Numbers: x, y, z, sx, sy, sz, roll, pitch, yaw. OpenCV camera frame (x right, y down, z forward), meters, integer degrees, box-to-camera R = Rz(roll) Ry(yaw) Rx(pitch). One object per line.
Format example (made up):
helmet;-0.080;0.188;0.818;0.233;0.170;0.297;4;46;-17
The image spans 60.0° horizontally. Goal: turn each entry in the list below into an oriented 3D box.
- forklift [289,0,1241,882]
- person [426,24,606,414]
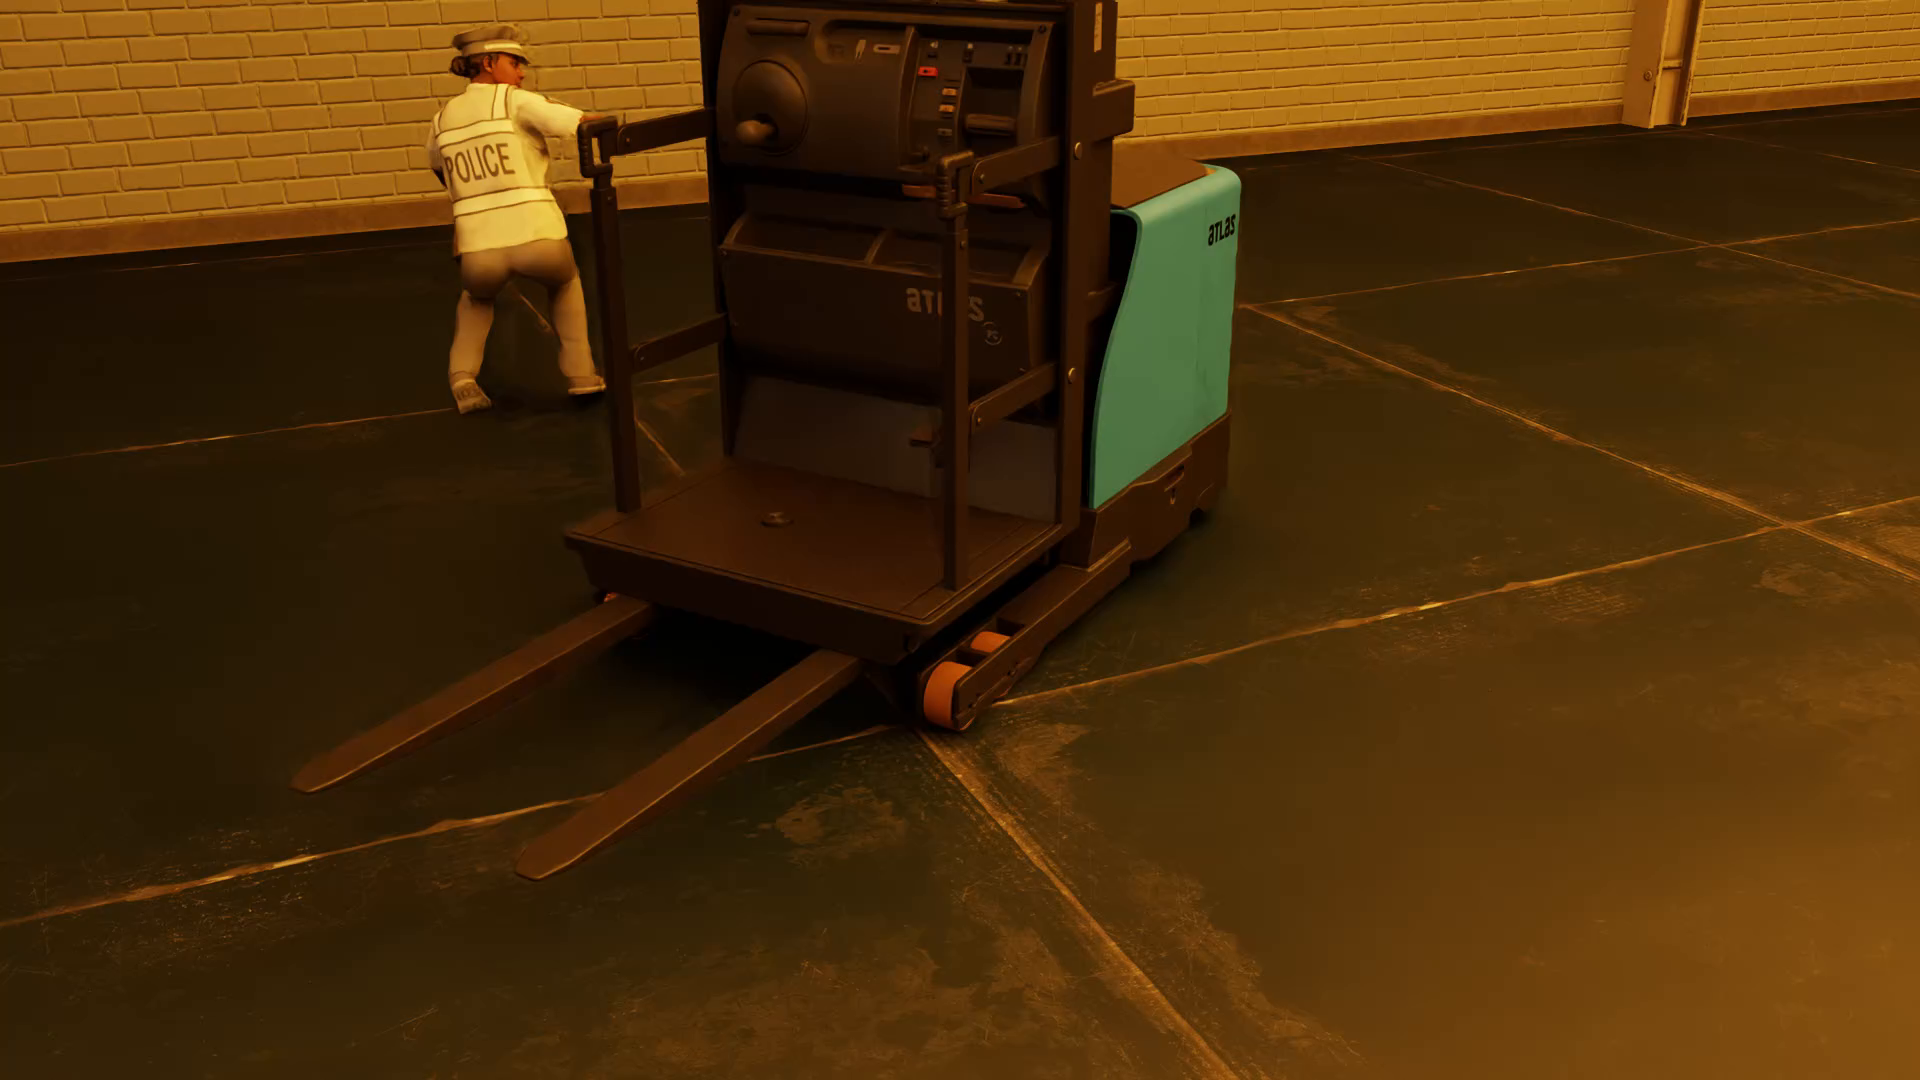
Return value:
forklift;-0.308;-1.094;3.920;1.130;2.935;3.031;12;26;27
person;-1.606;-1.183;6.162;0.716;1.414;0.893;0;23;-1
